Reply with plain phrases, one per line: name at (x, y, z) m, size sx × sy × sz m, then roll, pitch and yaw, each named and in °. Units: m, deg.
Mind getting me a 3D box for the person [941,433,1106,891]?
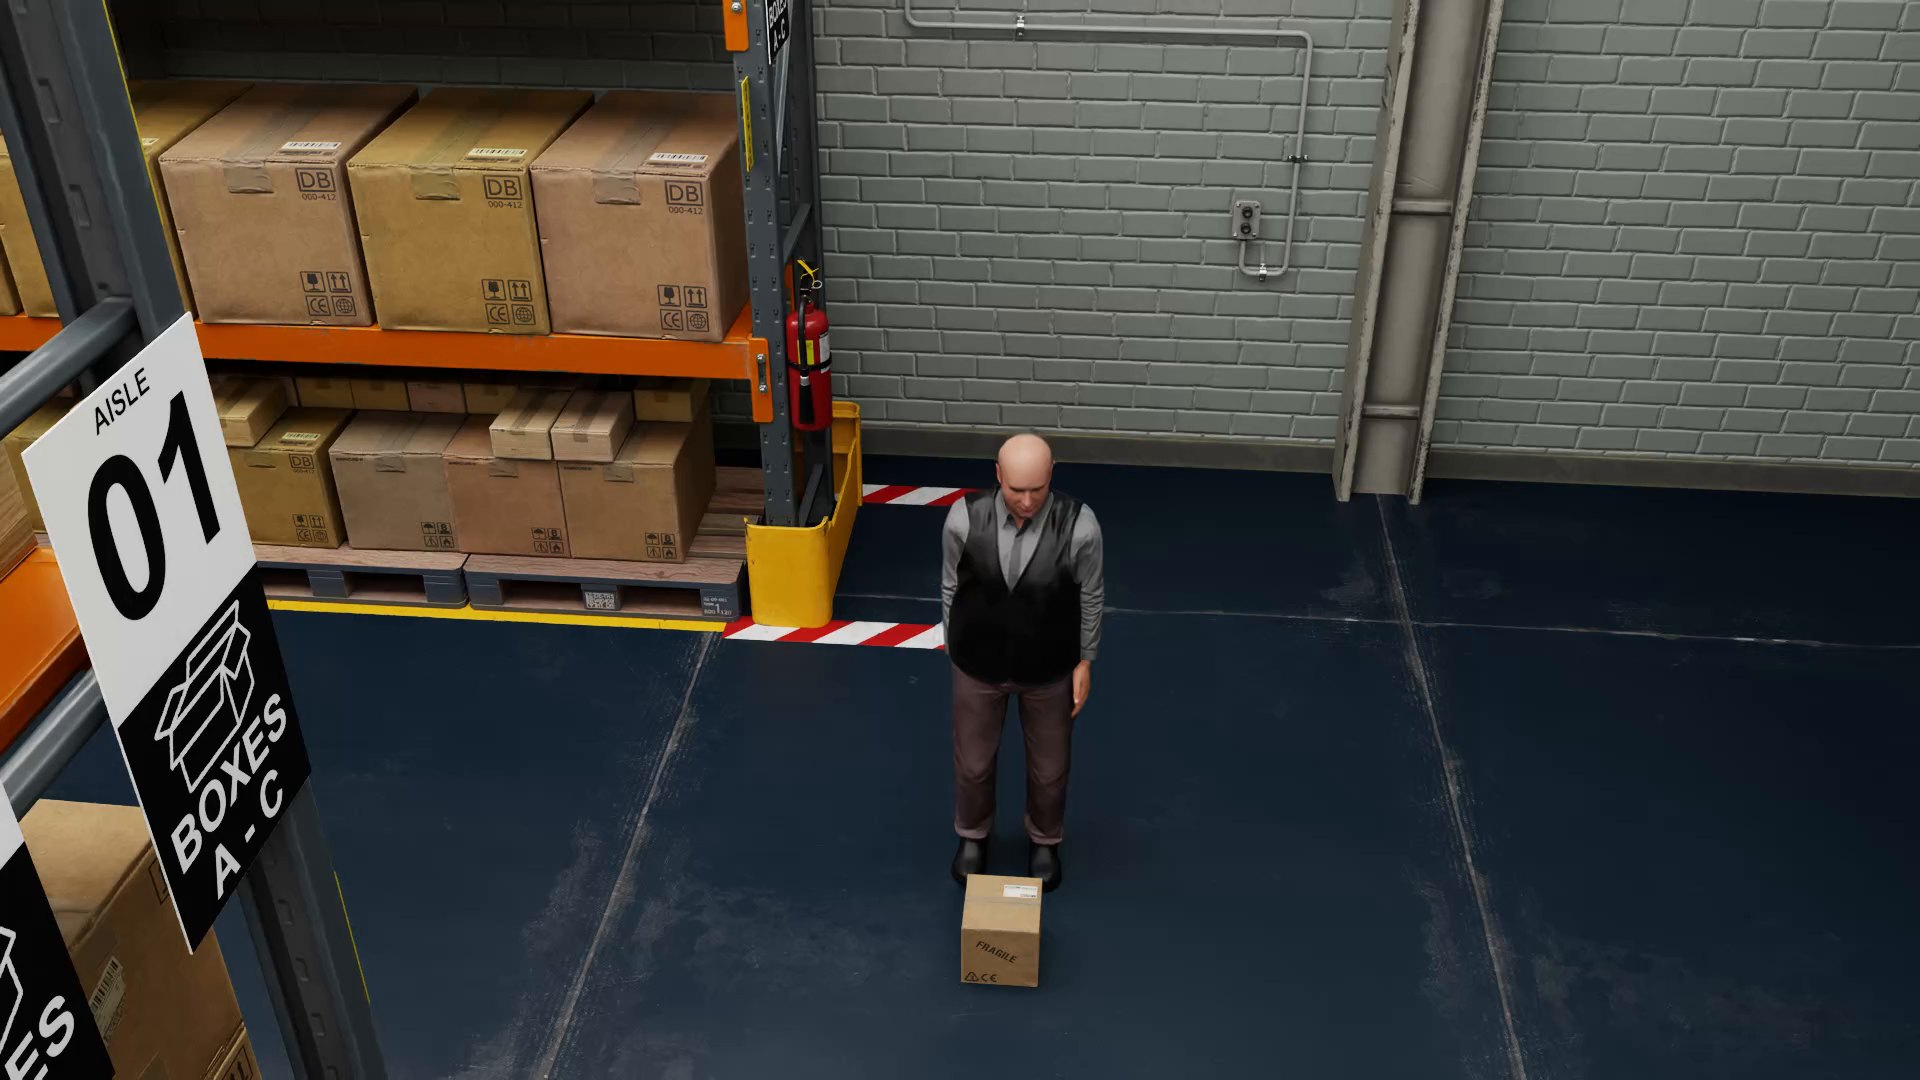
person at (0.201, 0.413, 5.504) m, size 0.534 × 1.712 × 0.356 m, roll 3°, pitch 32°, yaw 5°
